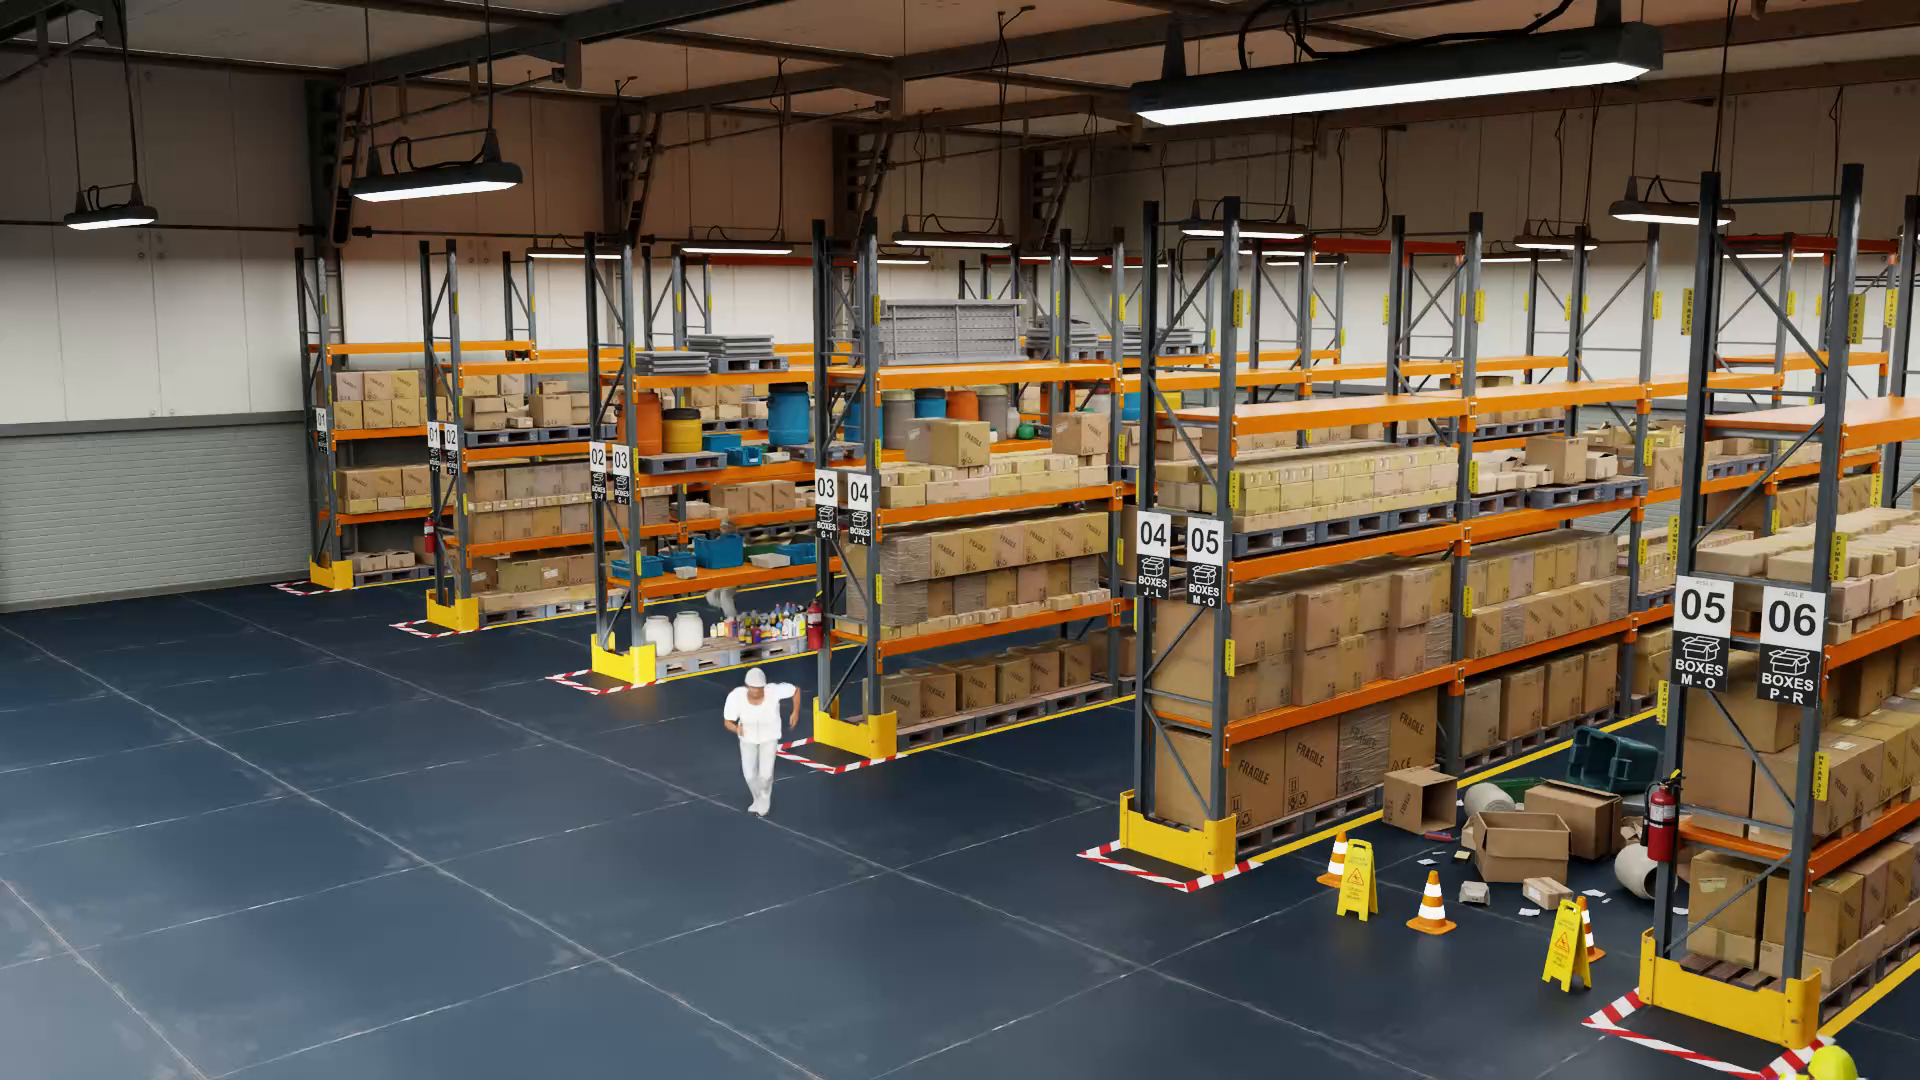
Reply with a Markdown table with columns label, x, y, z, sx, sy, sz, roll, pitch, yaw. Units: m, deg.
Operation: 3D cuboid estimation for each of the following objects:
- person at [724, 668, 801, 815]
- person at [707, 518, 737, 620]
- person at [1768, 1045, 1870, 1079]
| label | x | y | z | sx | sy | sz | roll | pitch | yaw |
| --- | --- | --- | --- | --- | --- | --- | --- | --- | --- |
| person | -1.937 | 1.981 | 16.359 | 0.740 | 1.592 | 0.913 | -1 | 8 | -4 |
| person | -3.612 | 0.527 | 25.487 | 0.656 | 1.735 | 0.601 | 6 | 10 | 37 |
| person | 4.221 | 3.169 | 8.209 | 0.743 | 1.714 | 1.056 | 3 | 9 | 18 |
